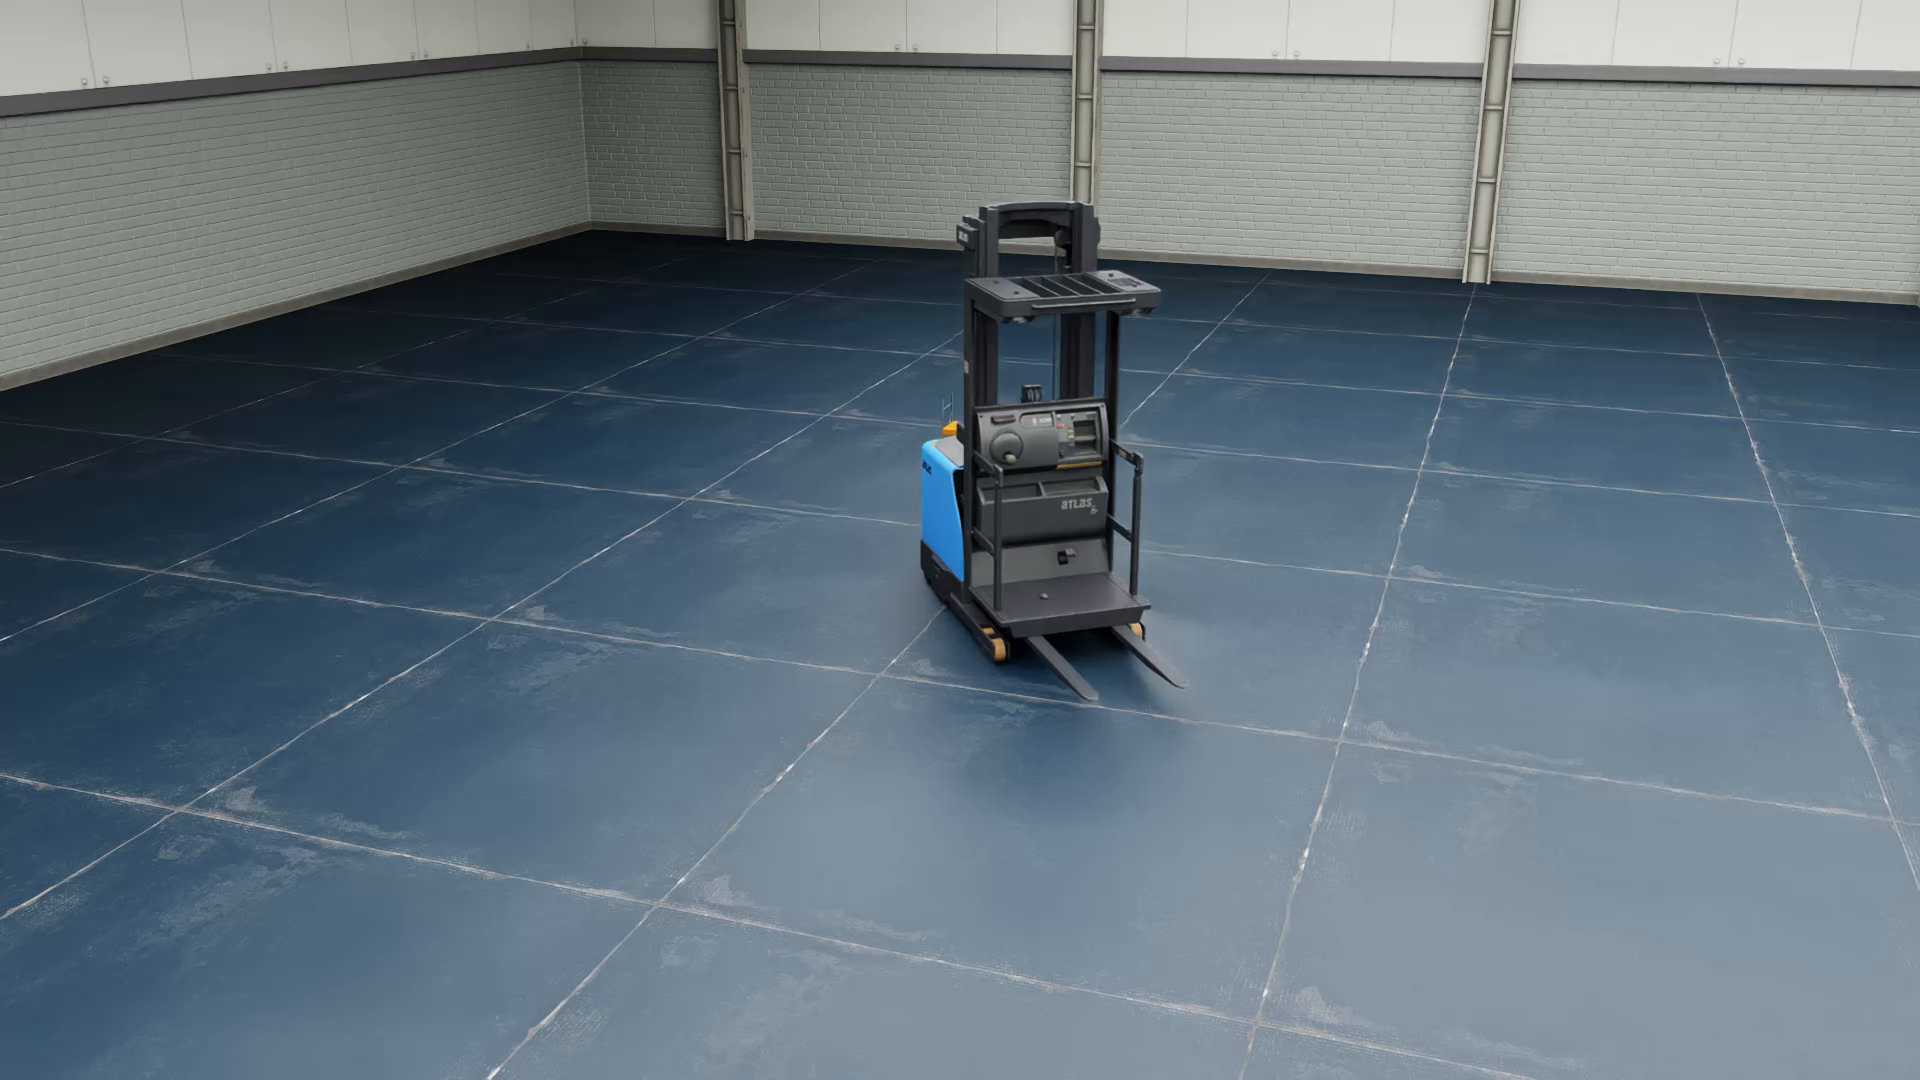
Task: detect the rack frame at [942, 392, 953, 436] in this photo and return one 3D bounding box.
[{"bbox_3d":[-0.100,-0.578,13.412,0.006,1.200,0.240,7,20,18],"label":"rack frame"}]

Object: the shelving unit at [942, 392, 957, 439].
[{"bbox_3d":[-0.014,-0.568,13.383,0.189,1.200,0.258,7,20,18],"label":"shelving unit"}]

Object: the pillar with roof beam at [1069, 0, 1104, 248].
[{"bbox_3d":[0.533,-7.370,21.049,0.400,9.000,9.100,7,20,18],"label":"pillar with roof beam"}]

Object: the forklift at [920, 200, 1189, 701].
[{"bbox_3d":[0.637,-0.706,11.149,1.130,2.935,3.031,-6,20,-17],"label":"forklift"}]

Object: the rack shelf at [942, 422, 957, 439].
[{"bbox_3d":[-0.014,-0.866,13.279,0.180,0.103,0.258,7,20,18],"label":"rack shelf"}]

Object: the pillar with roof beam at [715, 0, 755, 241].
[{"bbox_3d":[-5.135,-8.018,22.908,0.400,9.000,9.100,7,20,18],"label":"pillar with roof beam"}]

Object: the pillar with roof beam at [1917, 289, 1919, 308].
[{"bbox_3d":[11.868,-6.074,17.330,0.400,9.000,9.100,7,20,18],"label":"pillar with roof beam"}]

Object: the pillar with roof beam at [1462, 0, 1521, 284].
[{"bbox_3d":[6.201,-6.722,19.189,0.400,9.000,9.100,7,20,18],"label":"pillar with roof beam"}]
